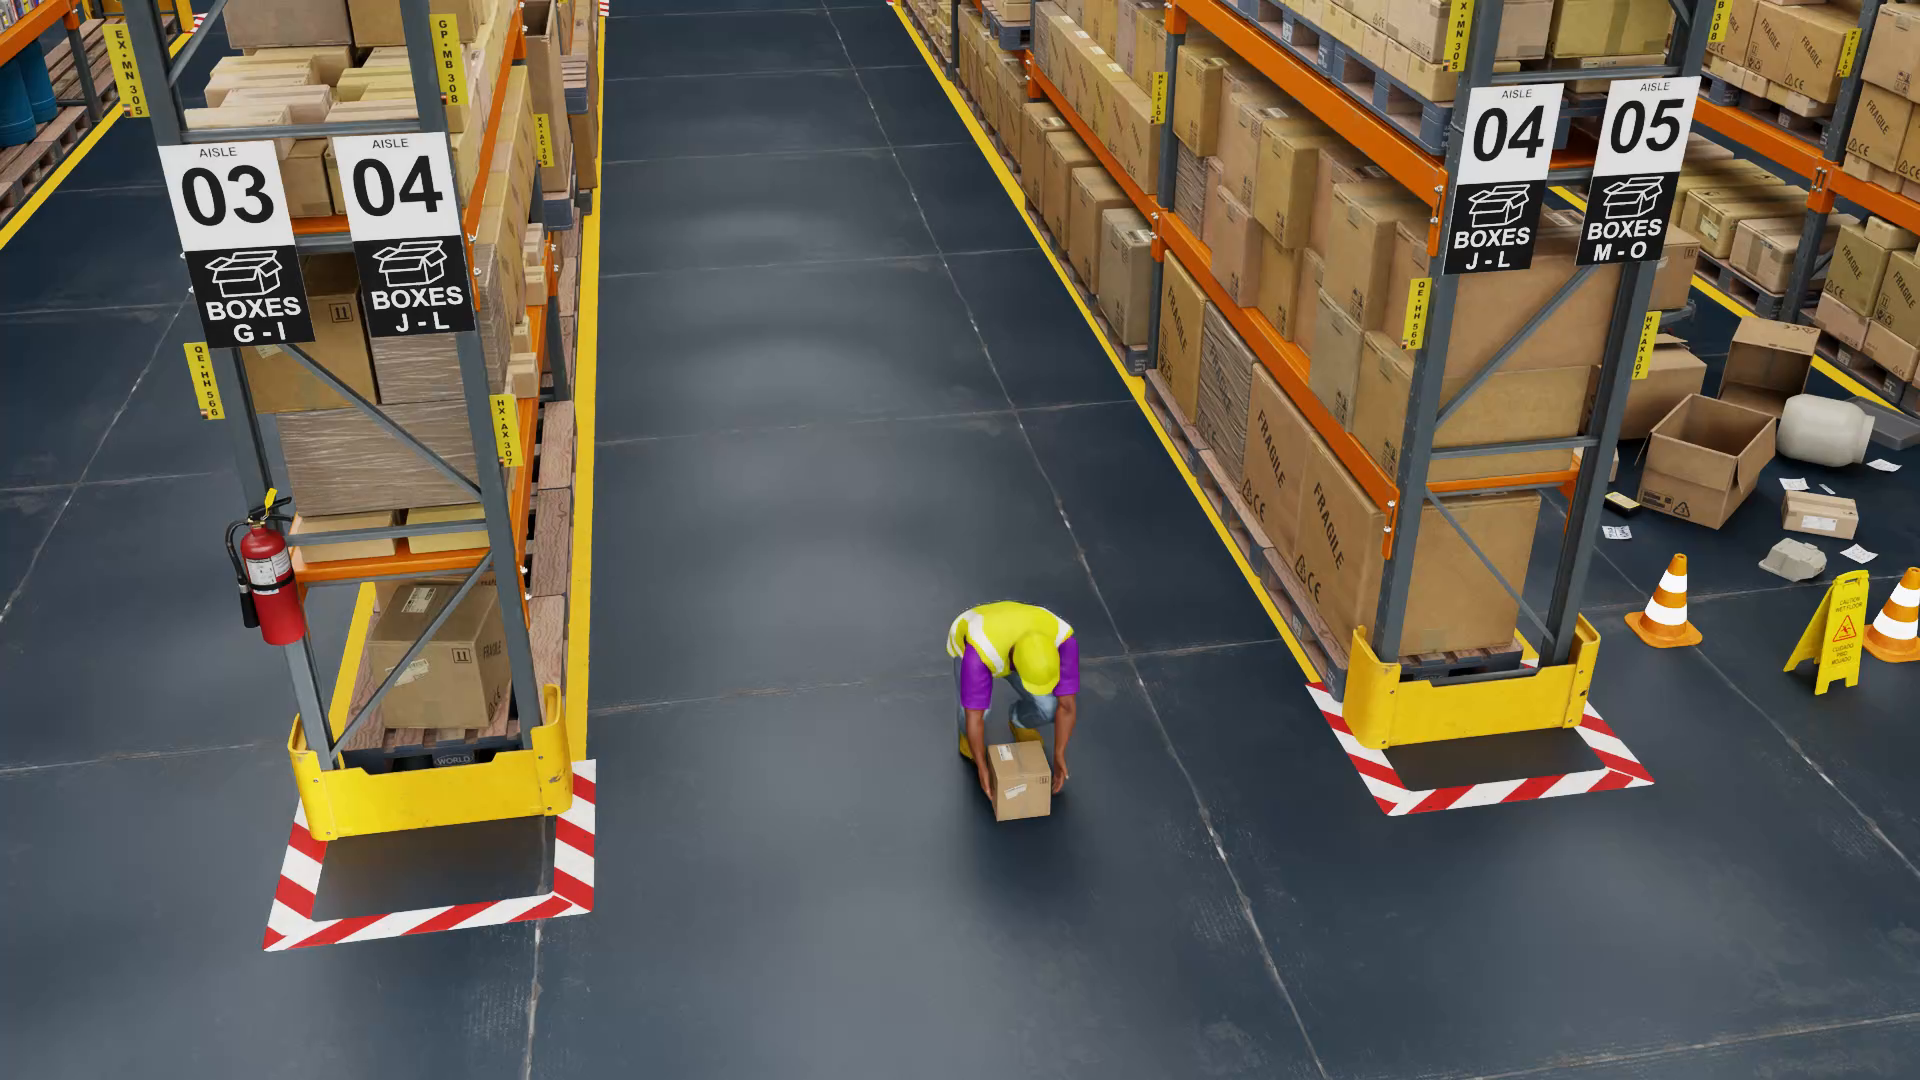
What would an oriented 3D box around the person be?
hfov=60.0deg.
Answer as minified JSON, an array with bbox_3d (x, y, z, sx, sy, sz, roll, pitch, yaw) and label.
[{"bbox_3d":[0.254,0.653,7.840,0.569,0.926,0.897,-5,31,-9],"label":"person"}]
